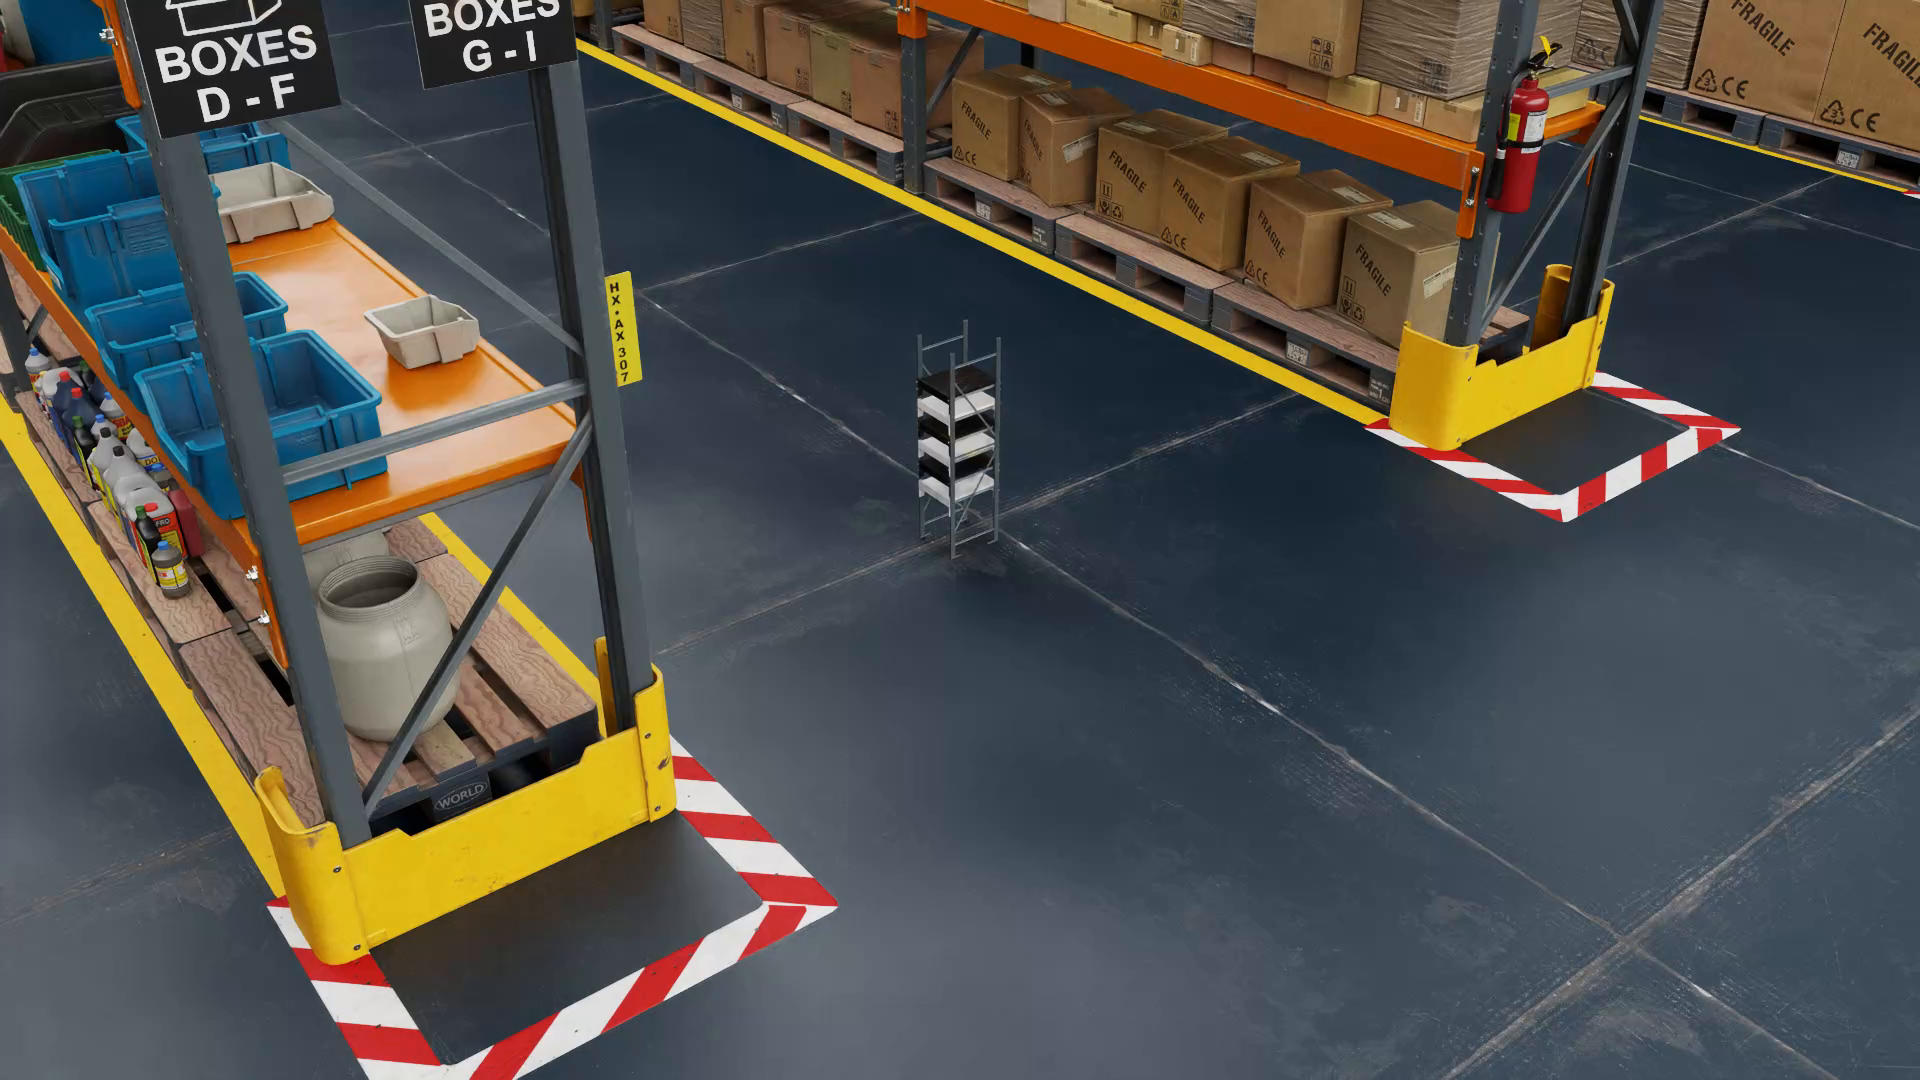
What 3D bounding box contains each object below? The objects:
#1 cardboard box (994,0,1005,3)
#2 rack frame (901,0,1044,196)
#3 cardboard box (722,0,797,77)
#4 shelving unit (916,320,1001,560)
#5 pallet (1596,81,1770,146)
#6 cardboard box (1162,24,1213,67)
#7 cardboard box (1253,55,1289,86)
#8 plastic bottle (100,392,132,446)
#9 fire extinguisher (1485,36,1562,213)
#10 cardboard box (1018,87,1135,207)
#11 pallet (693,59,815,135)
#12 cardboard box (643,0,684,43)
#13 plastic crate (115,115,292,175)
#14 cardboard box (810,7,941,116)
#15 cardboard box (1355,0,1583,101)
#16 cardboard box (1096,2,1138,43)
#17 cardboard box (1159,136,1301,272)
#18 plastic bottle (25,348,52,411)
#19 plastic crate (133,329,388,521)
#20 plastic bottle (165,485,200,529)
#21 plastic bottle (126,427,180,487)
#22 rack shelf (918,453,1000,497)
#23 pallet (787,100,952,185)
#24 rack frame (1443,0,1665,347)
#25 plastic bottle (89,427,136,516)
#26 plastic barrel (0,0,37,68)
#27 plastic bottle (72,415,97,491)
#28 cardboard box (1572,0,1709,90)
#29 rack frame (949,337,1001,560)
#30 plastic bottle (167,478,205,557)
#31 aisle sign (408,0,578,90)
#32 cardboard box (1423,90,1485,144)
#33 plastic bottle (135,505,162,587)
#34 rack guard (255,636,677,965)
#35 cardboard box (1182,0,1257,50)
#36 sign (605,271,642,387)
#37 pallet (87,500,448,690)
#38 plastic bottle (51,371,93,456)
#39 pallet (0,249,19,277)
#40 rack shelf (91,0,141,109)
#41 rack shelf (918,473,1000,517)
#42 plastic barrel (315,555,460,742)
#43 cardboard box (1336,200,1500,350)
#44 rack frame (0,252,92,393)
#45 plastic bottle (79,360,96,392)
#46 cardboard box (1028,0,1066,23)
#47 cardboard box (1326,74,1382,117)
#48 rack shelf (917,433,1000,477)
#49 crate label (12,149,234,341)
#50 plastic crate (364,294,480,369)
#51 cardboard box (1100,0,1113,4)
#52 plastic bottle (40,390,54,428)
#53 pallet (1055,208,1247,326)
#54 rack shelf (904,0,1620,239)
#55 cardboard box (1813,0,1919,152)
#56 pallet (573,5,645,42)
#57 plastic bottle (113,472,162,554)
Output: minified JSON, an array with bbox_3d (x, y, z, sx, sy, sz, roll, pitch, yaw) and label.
[{"bbox_3d":[0.300,-3.054,9.062,0.380,0.149,0.250,-22,38,-31],"label":"cardboard box"},{"bbox_3d":[0.087,-3.551,9.624,1.000,3.000,0.127,-22,38,-31],"label":"rack frame"},{"bbox_3d":[-1.235,-3.609,11.670,0.700,0.500,0.500,-19,37,-28],"label":"cardboard box"},{"bbox_3d":[-0.005,-0.386,6.518,0.258,0.900,0.210,-22,38,-31],"label":"shelving unit"},{"bbox_3d":[5.224,-3.078,11.506,1.003,0.211,1.213,-22,38,-31],"label":"pallet"},{"bbox_3d":[1.200,-2.420,8.042,0.380,0.149,0.250,-22,38,-31],"label":"cardboard box"},{"bbox_3d":[1.594,-2.248,7.764,0.380,0.149,0.250,-22,38,-31],"label":"cardboard box"},{"bbox_3d":[-3.474,-0.484,6.856,0.097,0.271,0.097,0,32,0],"label":"plastic bottle"},{"bbox_3d":[2.246,-1.654,6.644,0.296,0.674,0.183,-22,38,-31],"label":"fire extinguisher"},{"bbox_3d":[0.658,-2.252,9.503,0.500,0.500,0.500,-11,33,-16],"label":"cardboard box"},{"bbox_3d":[-1.143,-3.199,11.701,1.003,0.211,1.213,-22,38,-31],"label":"pallet"},{"bbox_3d":[-1.939,-4.070,12.413,0.700,0.500,0.500,-25,39,-34],"label":"cardboard box"},{"bbox_3d":[-2.932,-1.512,6.482,0.499,0.251,0.616,-22,38,-31],"label":"plastic crate"},{"bbox_3d":[-0.550,-3.144,10.921,0.700,0.500,0.500,-23,38,-32],"label":"cardboard box"},{"bbox_3d":[2.225,-2.291,7.219,0.875,0.500,0.500,-22,38,-31],"label":"cardboard box"},{"bbox_3d":[0.912,-2.636,8.390,0.380,0.149,0.250,-22,38,-31],"label":"cardboard box"},{"bbox_3d":[1.408,-1.771,8.730,0.500,0.500,0.500,-19,36,-27],"label":"cardboard box"},{"bbox_3d":[-3.976,-0.702,7.206,0.097,0.271,0.097,0,32,0],"label":"plastic bottle"},{"bbox_3d":[-1.915,-0.330,4.579,0.499,0.251,0.616,-22,38,-31],"label":"plastic crate"},{"bbox_3d":[-2.976,-0.123,6.340,0.097,0.201,0.097,0,32,0],"label":"plastic bottle"},{"bbox_3d":[-3.180,-0.310,6.571,0.152,0.276,0.135,-22,38,-31],"label":"plastic bottle"},{"bbox_3d":[-0.005,-0.281,6.583,0.258,0.077,0.200,-22,38,-31],"label":"rack shelf"},{"bbox_3d":[-0.391,-2.690,10.882,1.003,0.211,1.213,-22,38,-31],"label":"pallet"},{"bbox_3d":[2.540,-1.884,6.940,1.000,3.000,0.127,-22,38,-31],"label":"rack frame"},{"bbox_3d":[-3.281,-0.284,6.457,0.144,0.351,0.185,-23,38,-32],"label":"plastic bottle"},{"bbox_3d":[-4.238,-2.476,7.765,0.433,0.535,0.433,0,32,0],"label":"plastic barrel"},{"bbox_3d":[-3.474,-0.350,6.628,0.061,0.283,0.133,-20,37,-29],"label":"plastic bottle"},{"bbox_3d":[4.954,-3.730,11.529,0.875,0.875,0.875,-22,38,-31],"label":"cardboard box"},{"bbox_3d":[0.057,-0.343,6.450,0.240,0.900,0.006,-22,38,-31],"label":"rack frame"},{"bbox_3d":[-2.894,-0.087,6.204,0.061,0.283,0.133,-22,38,-31],"label":"plastic bottle"},{"bbox_3d":[-1.097,-1.451,3.779,0.394,0.787,0.004,-22,38,-31],"label":"aisle sign"},{"bbox_3d":[2.202,-1.829,7.090,0.380,0.149,0.250,-22,38,-31],"label":"cardboard box"},{"bbox_3d":[-2.931,0.019,6.034,0.061,0.283,0.133,-21,38,-30],"label":"plastic bottle"},{"bbox_3d":[-1.456,0.764,5.046,1.175,0.500,0.348,-22,38,-31],"label":"rack guard"},{"bbox_3d":[1.551,-2.683,7.850,0.875,0.500,0.500,-22,38,-31],"label":"cardboard box"},{"bbox_3d":[-0.935,-0.575,4.571,0.100,0.325,0.005,-22,38,-31],"label":"sign"},{"bbox_3d":[-2.694,0.038,6.488,1.003,0.211,1.213,-22,38,-31],"label":"pallet"},{"bbox_3d":[-3.658,-0.539,6.869,0.144,0.351,0.185,-21,38,-30],"label":"plastic bottle"},{"bbox_3d":[-5.090,-1.587,9.106,1.003,0.211,1.213,-22,38,-31],"label":"pallet"},{"bbox_3d":[-2.599,-2.084,5.101,1.077,0.370,4.000,-22,38,-31],"label":"rack shelf"},{"bbox_3d":[-0.005,-0.204,6.631,0.258,0.077,0.200,-22,38,-31],"label":"rack shelf"},{"bbox_3d":[-1.836,0.347,5.307,0.421,0.512,0.421,0,32,0],"label":"plastic barrel"},{"bbox_3d":[2.171,-1.266,7.917,0.500,0.500,0.500,-15,35,-23],"label":"cardboard box"},{"bbox_3d":[-3.825,-1.948,7.044,1.000,3.000,0.127,-22,38,-31],"label":"rack frame"},{"bbox_3d":[-3.672,-0.616,7.056,0.061,0.283,0.133,-22,38,-31],"label":"plastic bottle"},{"bbox_3d":[0.581,-2.835,8.710,0.380,0.149,0.250,-22,38,-31],"label":"cardboard box"},{"bbox_3d":[1.856,-2.021,7.399,0.380,0.149,0.250,-22,38,-31],"label":"cardboard box"},{"bbox_3d":[-0.005,-0.357,6.536,0.258,0.077,0.200,-22,38,-31],"label":"rack shelf"},{"bbox_3d":[-2.714,-0.976,5.445,0.502,0.435,0.616,-22,38,-31],"label":"crate label"},{"bbox_3d":[-1.667,-0.646,5.198,0.298,0.136,0.250,-22,38,-31],"label":"plastic crate"},{"bbox_3d":[0.979,-3.117,8.548,0.875,0.500,0.500,-22,38,-31],"label":"cardboard box"},{"bbox_3d":[-3.851,-0.587,7.088,0.097,0.201,0.097,0,32,0],"label":"plastic bottle"},{"bbox_3d":[1.279,-1.589,9.109,1.003,0.211,1.213,-22,38,-31],"label":"pallet"},{"bbox_3d":[1.314,-2.412,8.472,1.077,0.370,4.000,-22,38,-31],"label":"rack shelf"},{"bbox_3d":[6.052,-2.984,10.326,0.875,0.875,0.875,-22,38,-31],"label":"cardboard box"},{"bbox_3d":[-2.789,-4.386,13.612,1.003,0.211,1.213,-22,38,-31],"label":"pallet"},{"bbox_3d":[-3.063,-0.107,6.243,0.152,0.276,0.135,-23,39,-33],"label":"plastic bottle"}]
